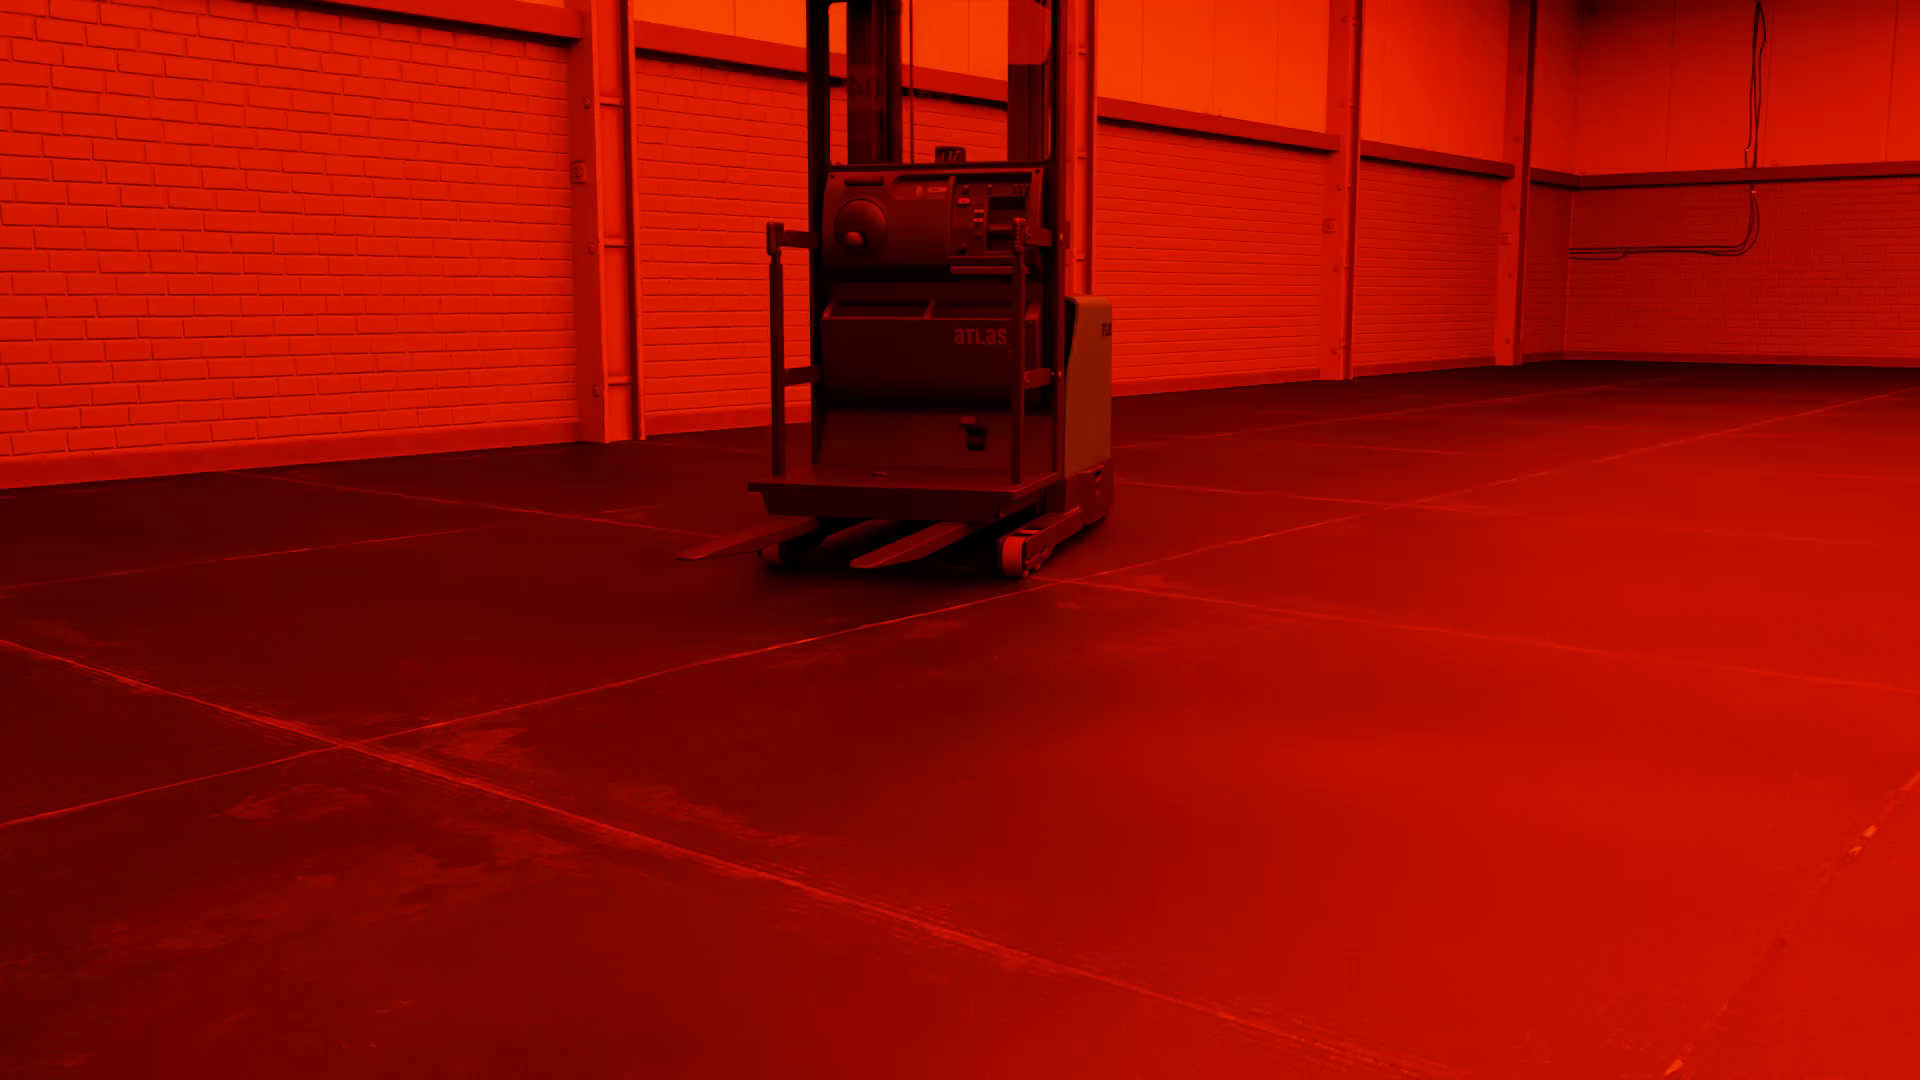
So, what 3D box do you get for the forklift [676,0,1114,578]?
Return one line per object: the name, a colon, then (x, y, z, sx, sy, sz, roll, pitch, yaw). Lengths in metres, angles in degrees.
forklift: (-0.176, -1.366, 6.616, 1.130, 2.935, 3.031, 3, 9, 17)
